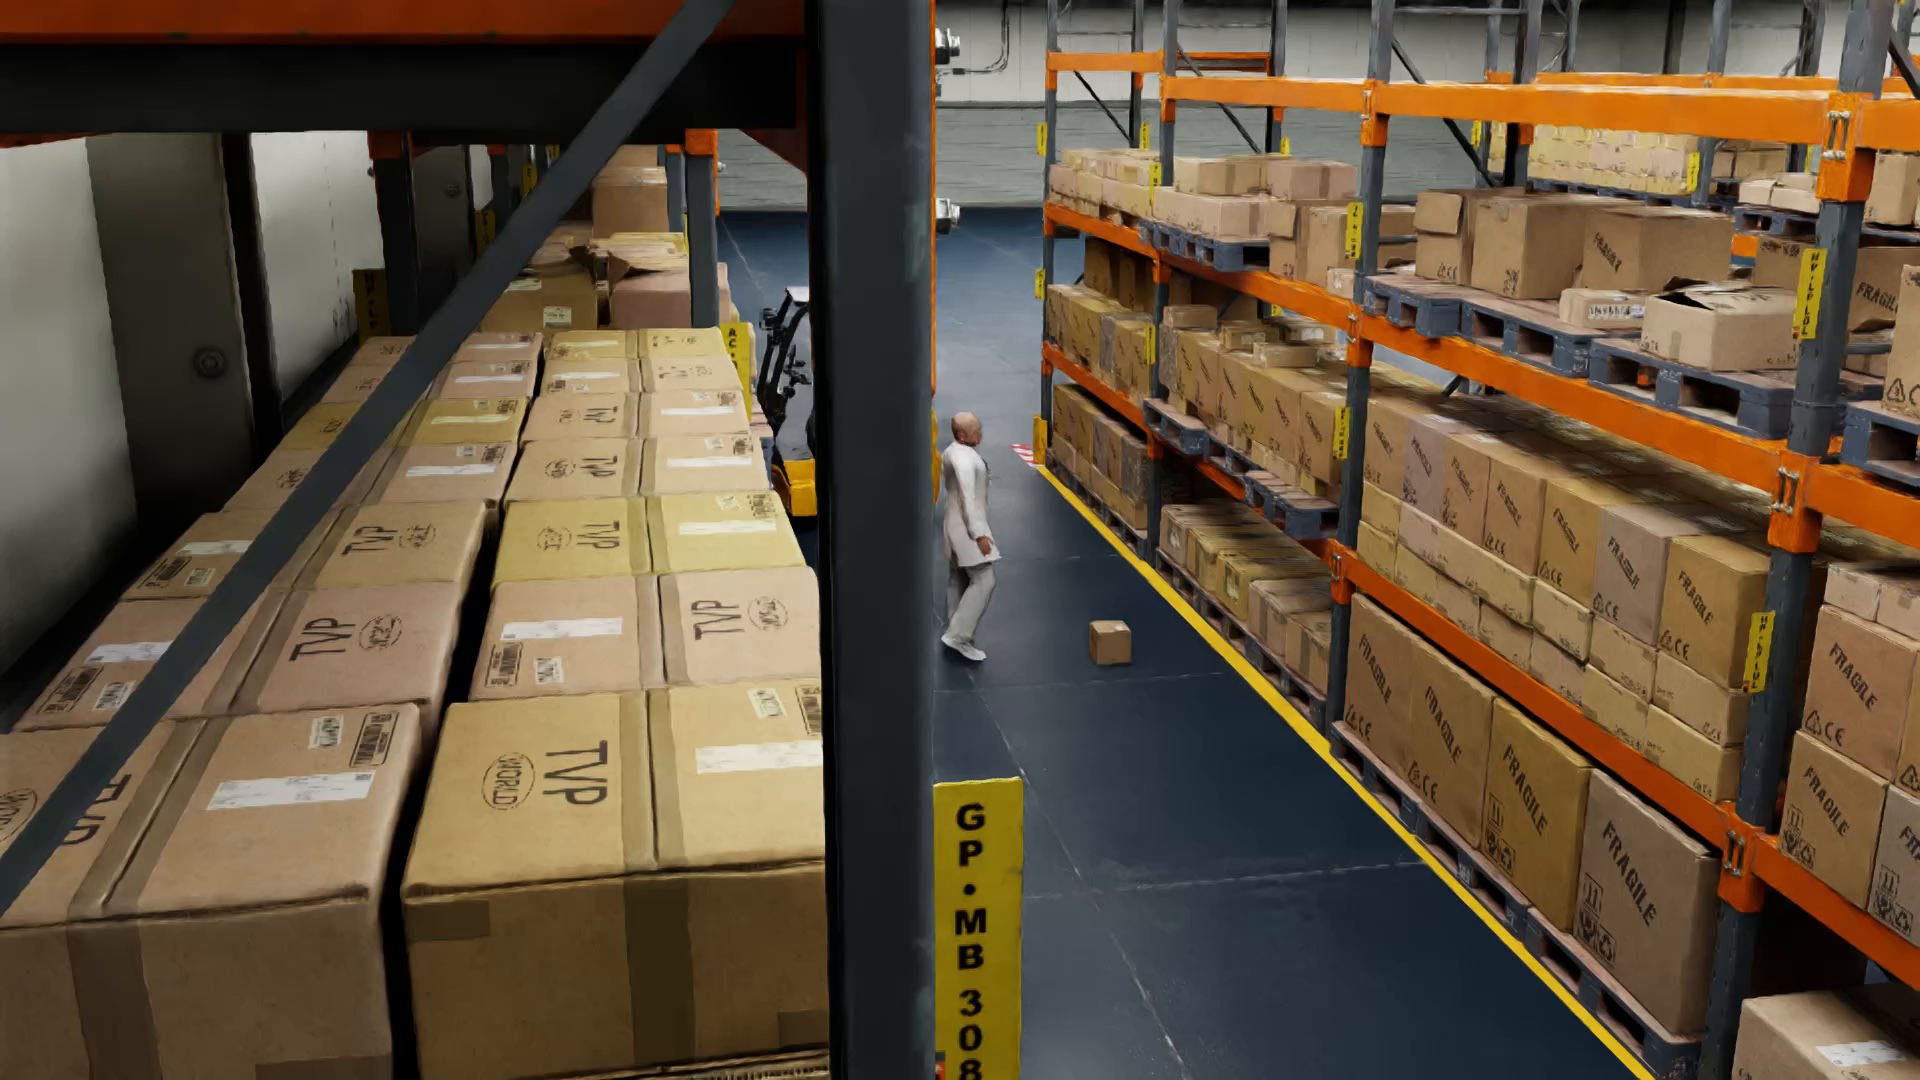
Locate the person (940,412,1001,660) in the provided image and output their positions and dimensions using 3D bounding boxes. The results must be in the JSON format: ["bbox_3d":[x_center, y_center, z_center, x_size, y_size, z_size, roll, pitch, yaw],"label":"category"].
[{"bbox_3d":[0.029,-0.060,12.206,0.466,1.803,0.674,-4,16,-12],"label":"person"}]
